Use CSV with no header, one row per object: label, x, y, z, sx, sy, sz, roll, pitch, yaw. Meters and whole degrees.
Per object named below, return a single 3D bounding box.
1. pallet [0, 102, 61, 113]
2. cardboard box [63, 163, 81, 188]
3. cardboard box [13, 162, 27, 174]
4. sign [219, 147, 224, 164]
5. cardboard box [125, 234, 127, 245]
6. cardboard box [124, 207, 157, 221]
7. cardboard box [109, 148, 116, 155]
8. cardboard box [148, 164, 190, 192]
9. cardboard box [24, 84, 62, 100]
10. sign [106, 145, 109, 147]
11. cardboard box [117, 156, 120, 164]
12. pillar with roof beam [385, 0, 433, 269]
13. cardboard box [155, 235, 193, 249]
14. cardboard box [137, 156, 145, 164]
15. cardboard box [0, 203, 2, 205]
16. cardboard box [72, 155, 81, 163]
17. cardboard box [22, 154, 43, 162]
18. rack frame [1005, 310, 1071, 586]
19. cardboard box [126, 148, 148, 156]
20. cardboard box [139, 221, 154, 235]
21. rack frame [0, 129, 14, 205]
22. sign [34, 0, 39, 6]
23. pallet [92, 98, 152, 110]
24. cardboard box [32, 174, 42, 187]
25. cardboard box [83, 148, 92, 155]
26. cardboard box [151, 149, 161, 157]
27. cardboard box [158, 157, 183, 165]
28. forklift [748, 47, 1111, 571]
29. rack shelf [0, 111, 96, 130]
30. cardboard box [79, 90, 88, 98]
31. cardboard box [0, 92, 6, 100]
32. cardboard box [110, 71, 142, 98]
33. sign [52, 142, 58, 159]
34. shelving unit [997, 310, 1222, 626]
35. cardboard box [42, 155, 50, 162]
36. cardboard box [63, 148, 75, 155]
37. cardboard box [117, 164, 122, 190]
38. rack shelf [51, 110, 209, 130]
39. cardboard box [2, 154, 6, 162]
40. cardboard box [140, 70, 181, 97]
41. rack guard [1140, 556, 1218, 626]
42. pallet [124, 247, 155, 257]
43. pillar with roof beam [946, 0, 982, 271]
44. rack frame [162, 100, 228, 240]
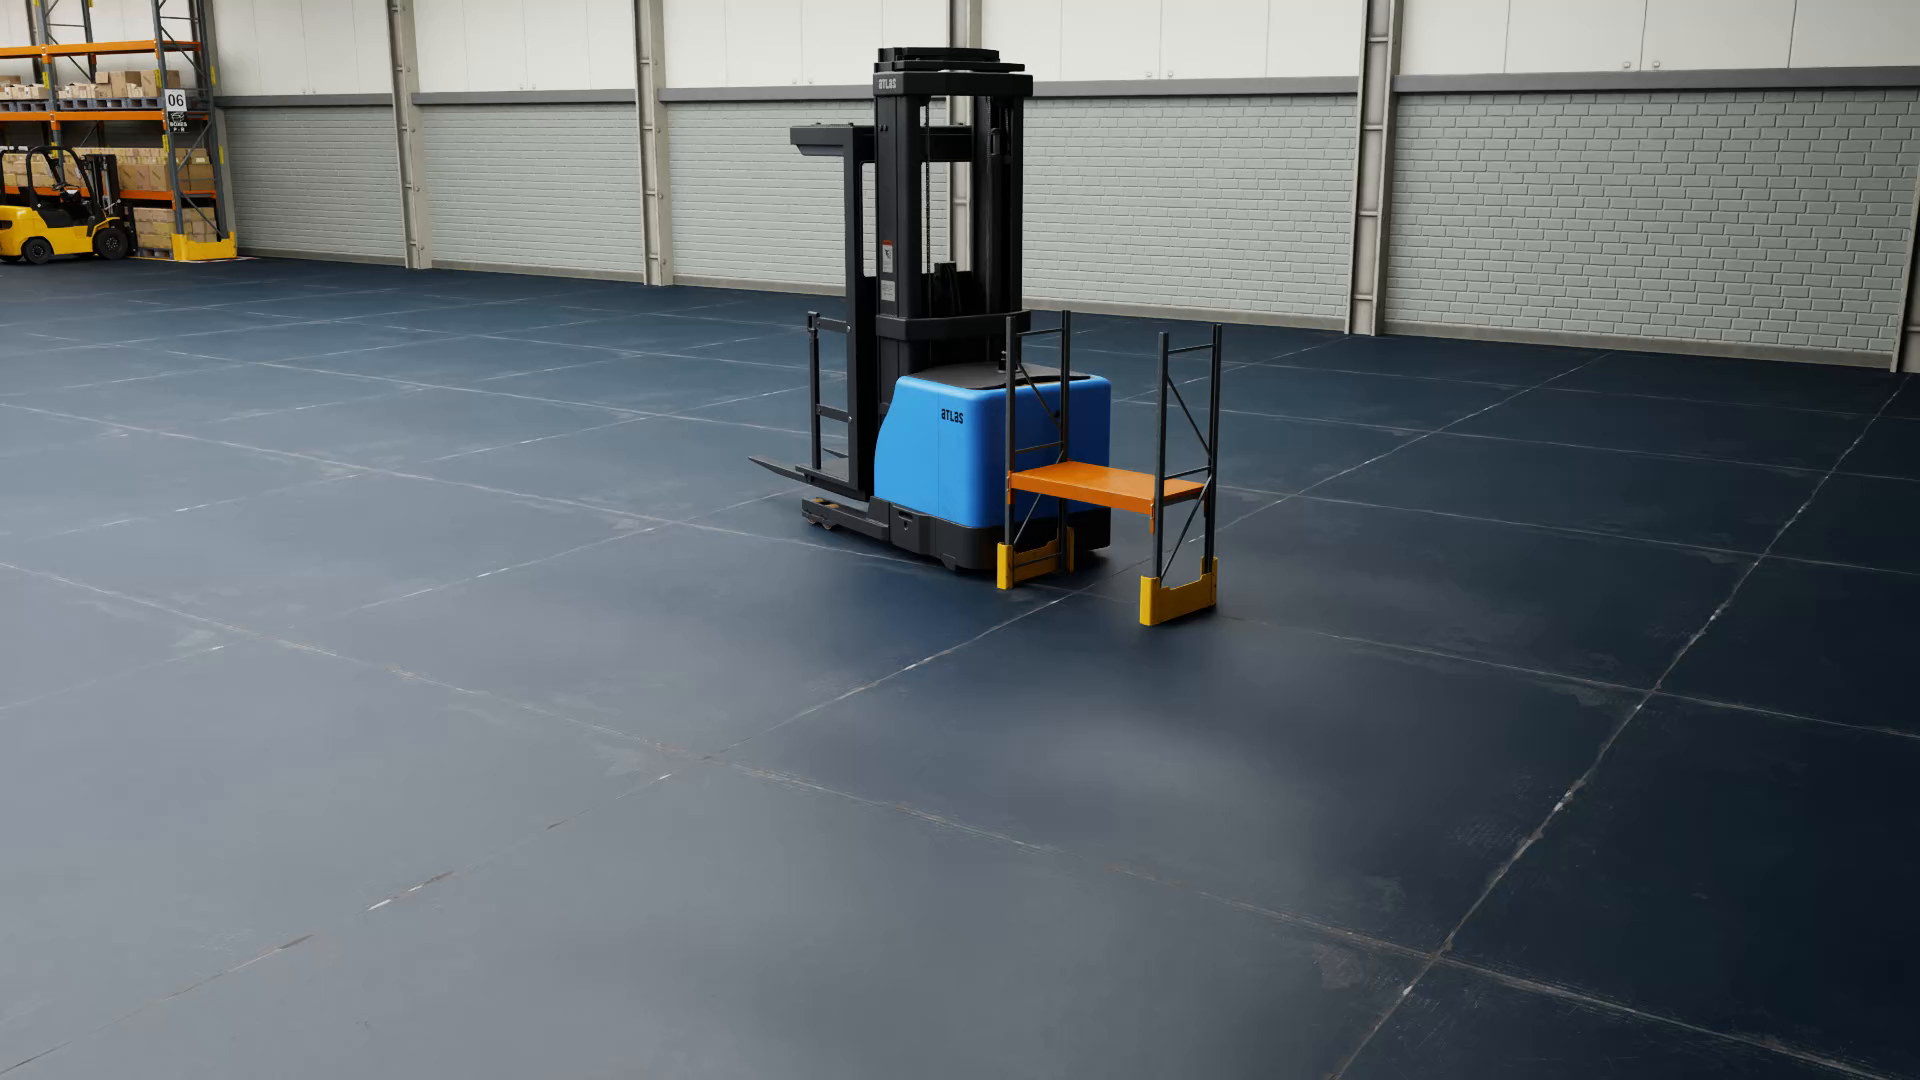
pallet,-19.902,-9.189,35.353,1.213,0.211,1.003,10,17,35
cardboard box,-17.903,-7.448,33.960,0.500,0.500,0.500,9,16,31
cardboard box,-19.528,-7.833,34.996,0.500,0.250,0.500,10,17,34
sign,-14.492,-7.543,32.586,0.005,0.325,0.100,9,17,33
cardboard box,-16.634,-6.047,33.355,0.500,0.250,0.500,10,17,35
cardboard box,-16.214,-6.462,32.951,0.500,0.250,0.500,9,17,34
cardboard box,-16.697,-7.730,33.131,0.250,0.149,0.380,9,17,33
cardboard box,-15.361,-7.037,32.299,0.500,0.500,0.500,9,16,32
cardboard box,-18.862,-9.225,34.207,0.500,0.311,0.500,9,16,31
sign,-17.817,-8.081,34.758,0.005,0.325,0.100,9,17,33
cardboard box,-16.485,-7.547,33.011,0.250,0.149,0.380,9,17,32
pillar with roof beam,-12.305,-8.497,25.920,0.400,9.000,9.100,9,17,33
cardboard box,-15.373,-5.844,32.536,0.500,0.250,0.500,9,17,33
cardboard box,-15.860,-7.440,32.576,0.250,0.149,0.380,9,17,32
cardboard box,-21.703,-7.485,37.296,0.250,0.149,0.380,10,17,36
cardboard box,-17.792,-7.745,33.810,0.250,0.149,0.380,10,17,34
cardboard box,-19.405,-8.007,34.868,0.250,0.149,0.380,9,16,31
rack frame,0.432,-0.509,9.258,0.032,1.500,0.500,13,19,42
cardboard box,-16.119,-7.606,32.630,0.250,0.149,0.380,10,17,34
cardboard box,-15.795,-6.159,32.768,0.500,0.250,0.500,9,17,32
rack frame,-21.445,-8.048,36.590,0.127,3.000,1.000,9,17,33
sign,-18.418,-10.805,33.137,0.005,0.325,0.100,9,17,33
pallet,-16.395,-8.651,32.971,1.213,0.211,1.003,9,17,33
cardboard box,-19.110,-7.520,34.771,0.500,0.250,0.500,9,17,32
cardboard box,-17.386,-7.813,33.464,0.250,0.149,0.380,10,17,34
cardboard box,-15.443,-7.515,32.263,0.250,0.149,0.380,9,17,33
cardboard box,-15.251,-7.329,32.128,0.250,0.149,0.380,9,17,34
forklift,-0.363,-1.547,10.472,1.130,2.935,3.031,-10,17,-34
rack shelf,-19.785,-8.886,35.233,4.000,0.370,1.077,9,17,33
cardboard box,-17.285,-8.874,33.126,0.250,0.149,0.380,10,17,34
cardboard box,-19.847,-9.288,34.799,0.250,0.149,0.380,9,16,32
cardboard box,-16.104,-8.900,32.500,0.500,0.500,0.700,9,17,33
sign,-18.420,-7.925,33.851,0.005,0.325,0.100,9,17,33
shelving unit,0.793,-0.426,8.923,1.083,1.500,0.587,13,19,42
cardboard box,-18.757,-7.907,34.465,0.250,0.149,0.380,9,16,32
cardboard box,-18.027,-7.917,33.886,0.250,0.149,0.380,10,17,34
cardboard box,-16.635,-7.242,33.129,0.500,0.500,0.500,9,17,33
rack shelf,-16.466,-8.350,33.066,4.000,0.370,1.077,9,17,33
cardboard box,-20.268,-8.138,35.400,0.250,0.149,0.380,10,17,34
cardboard box,-15.310,-8.742,31.865,0.500,0.500,0.500,10,17,35
rack guard,1.153,0.263,8.739,0.087,0.250,0.587,13,19,42
pallet,-16.473,-5.879,33.633,1.213,0.211,1.003,9,17,33
pillar with roof beam,-2.348,-6.888,19.419,0.400,9.000,9.100,9,17,33
rack frame,-14.806,-6.975,32.256,0.127,3.000,1.000,9,17,33
